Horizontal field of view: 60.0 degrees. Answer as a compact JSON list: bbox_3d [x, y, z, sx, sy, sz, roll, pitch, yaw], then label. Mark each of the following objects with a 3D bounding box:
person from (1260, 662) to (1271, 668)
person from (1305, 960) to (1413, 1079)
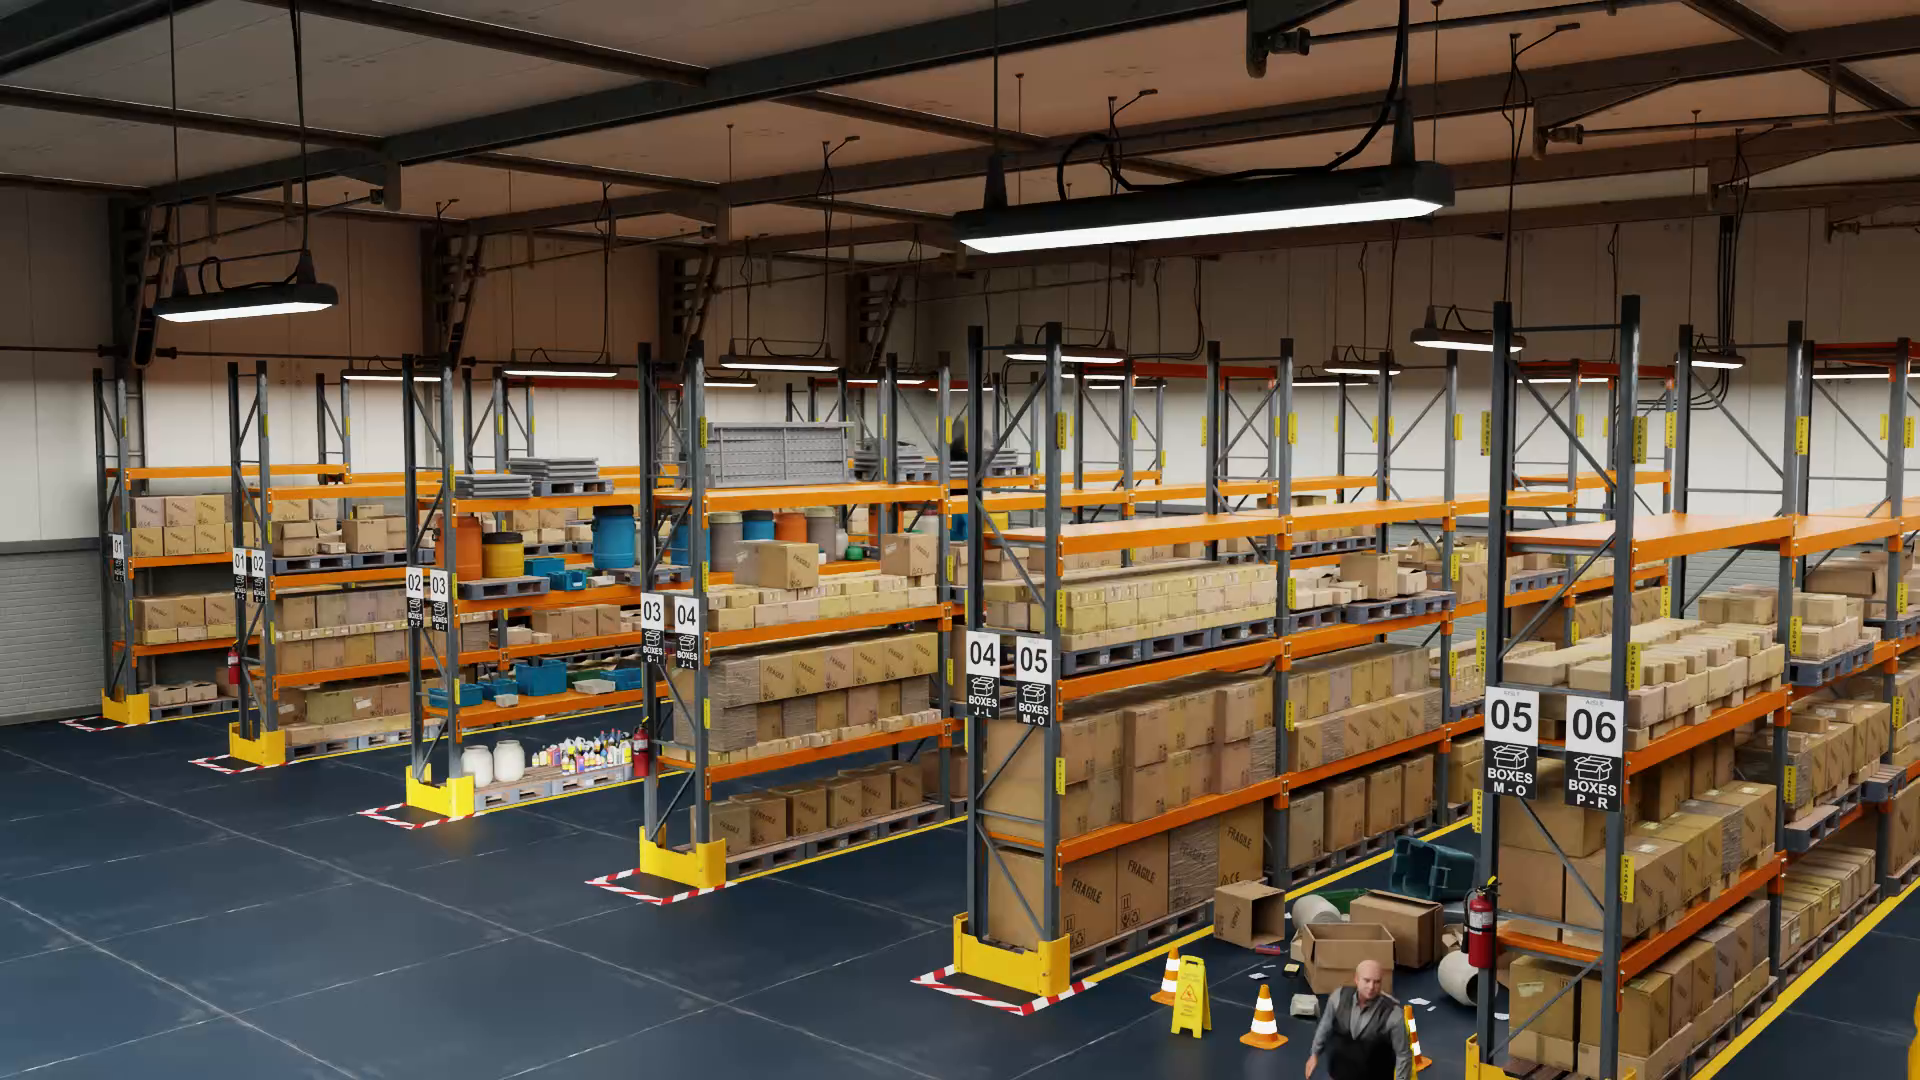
[{"bbox_3d":[4.505,2.551,24.424,0.866,1.546,0.524,-4,6,-43],"label":"person"},{"bbox_3d":[2.649,3.522,10.981,0.728,1.667,0.733,2,5,27],"label":"person"}]
